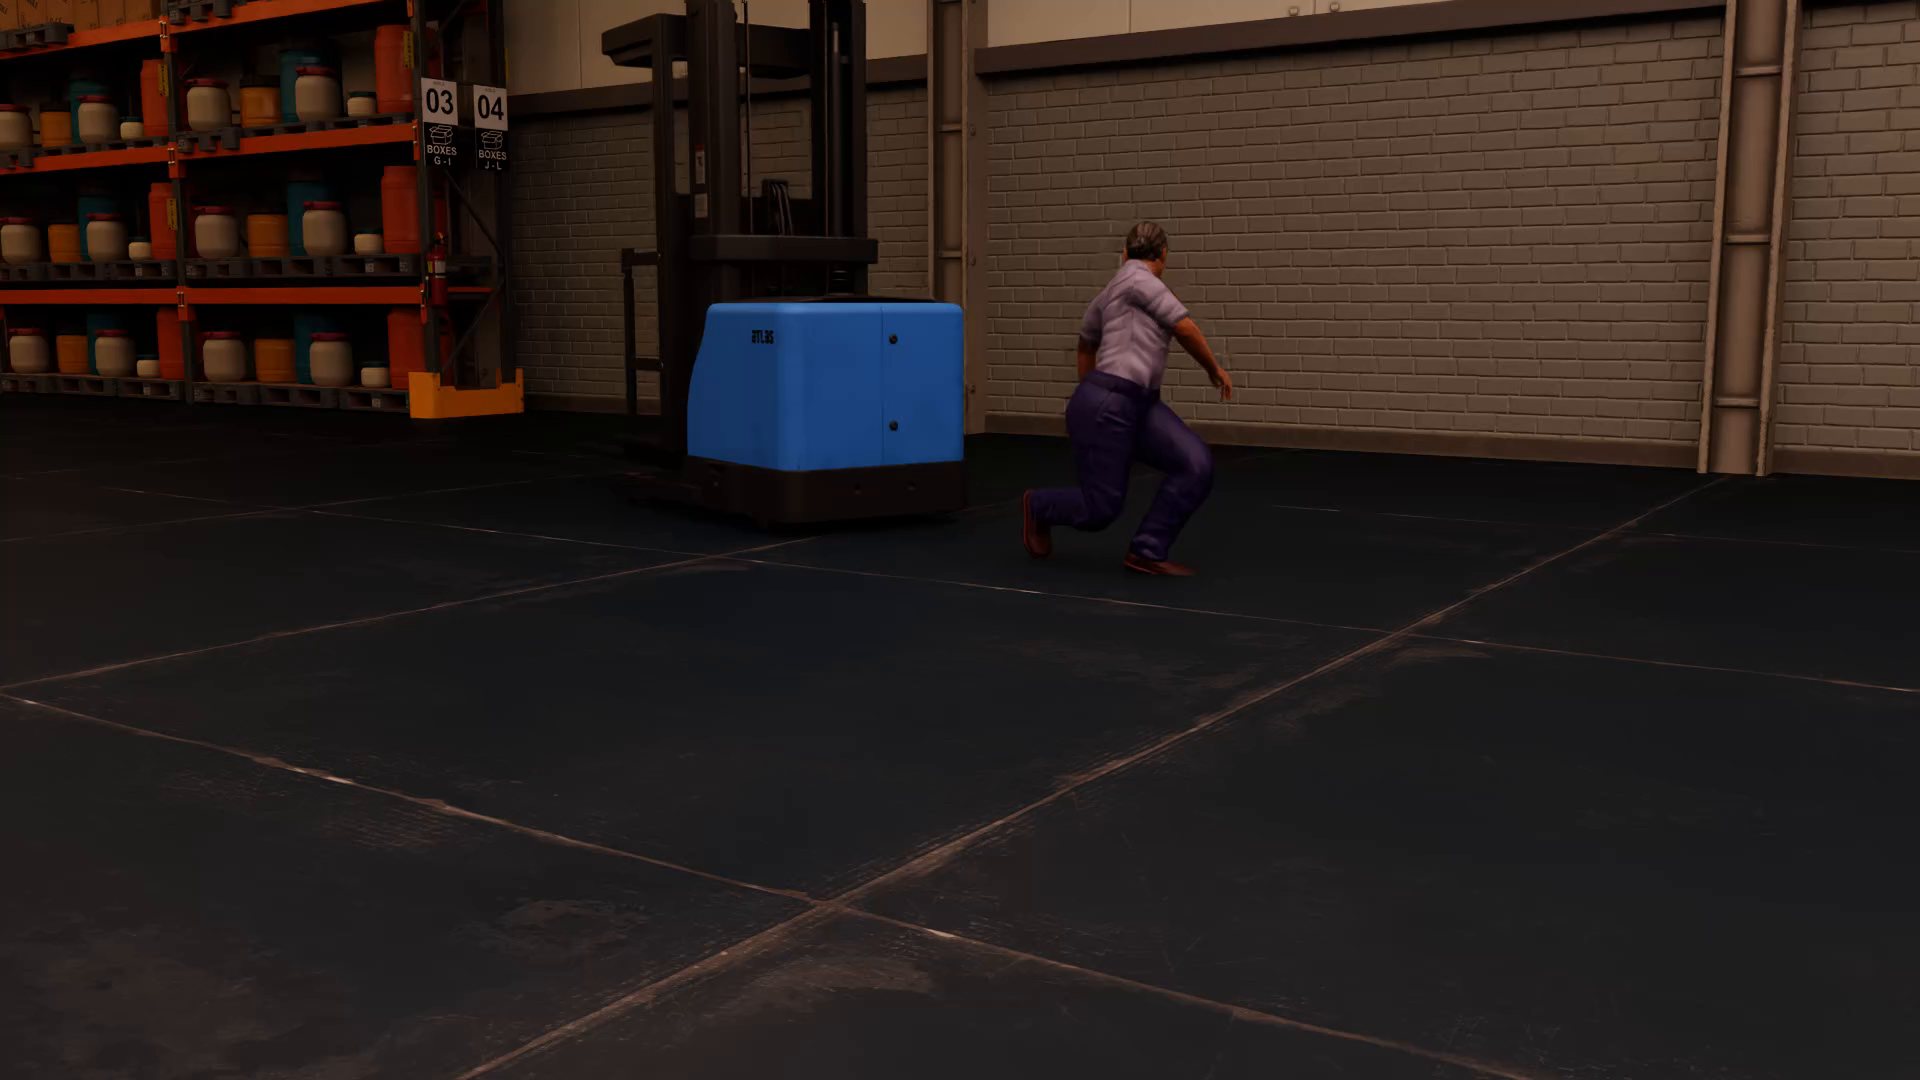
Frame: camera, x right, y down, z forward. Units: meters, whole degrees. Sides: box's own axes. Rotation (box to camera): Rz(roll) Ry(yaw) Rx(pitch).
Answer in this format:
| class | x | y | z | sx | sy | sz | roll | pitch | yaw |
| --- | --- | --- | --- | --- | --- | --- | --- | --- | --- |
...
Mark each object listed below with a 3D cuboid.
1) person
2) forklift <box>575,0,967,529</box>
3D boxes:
| class | x | y | z | sx | sy | sz | roll | pitch | yaw |
| --- | --- | --- | --- | --- | --- | --- | --- | --- | --- |
| person | 0.649 | -0.564 | 6.714 | 0.861 | 1.428 | 0.593 | 4 | 9 | 25 |
| forklift | -1.216 | -1.667 | 8.918 | 1.130 | 2.935 | 3.031 | -6 | 10 | -34 |
